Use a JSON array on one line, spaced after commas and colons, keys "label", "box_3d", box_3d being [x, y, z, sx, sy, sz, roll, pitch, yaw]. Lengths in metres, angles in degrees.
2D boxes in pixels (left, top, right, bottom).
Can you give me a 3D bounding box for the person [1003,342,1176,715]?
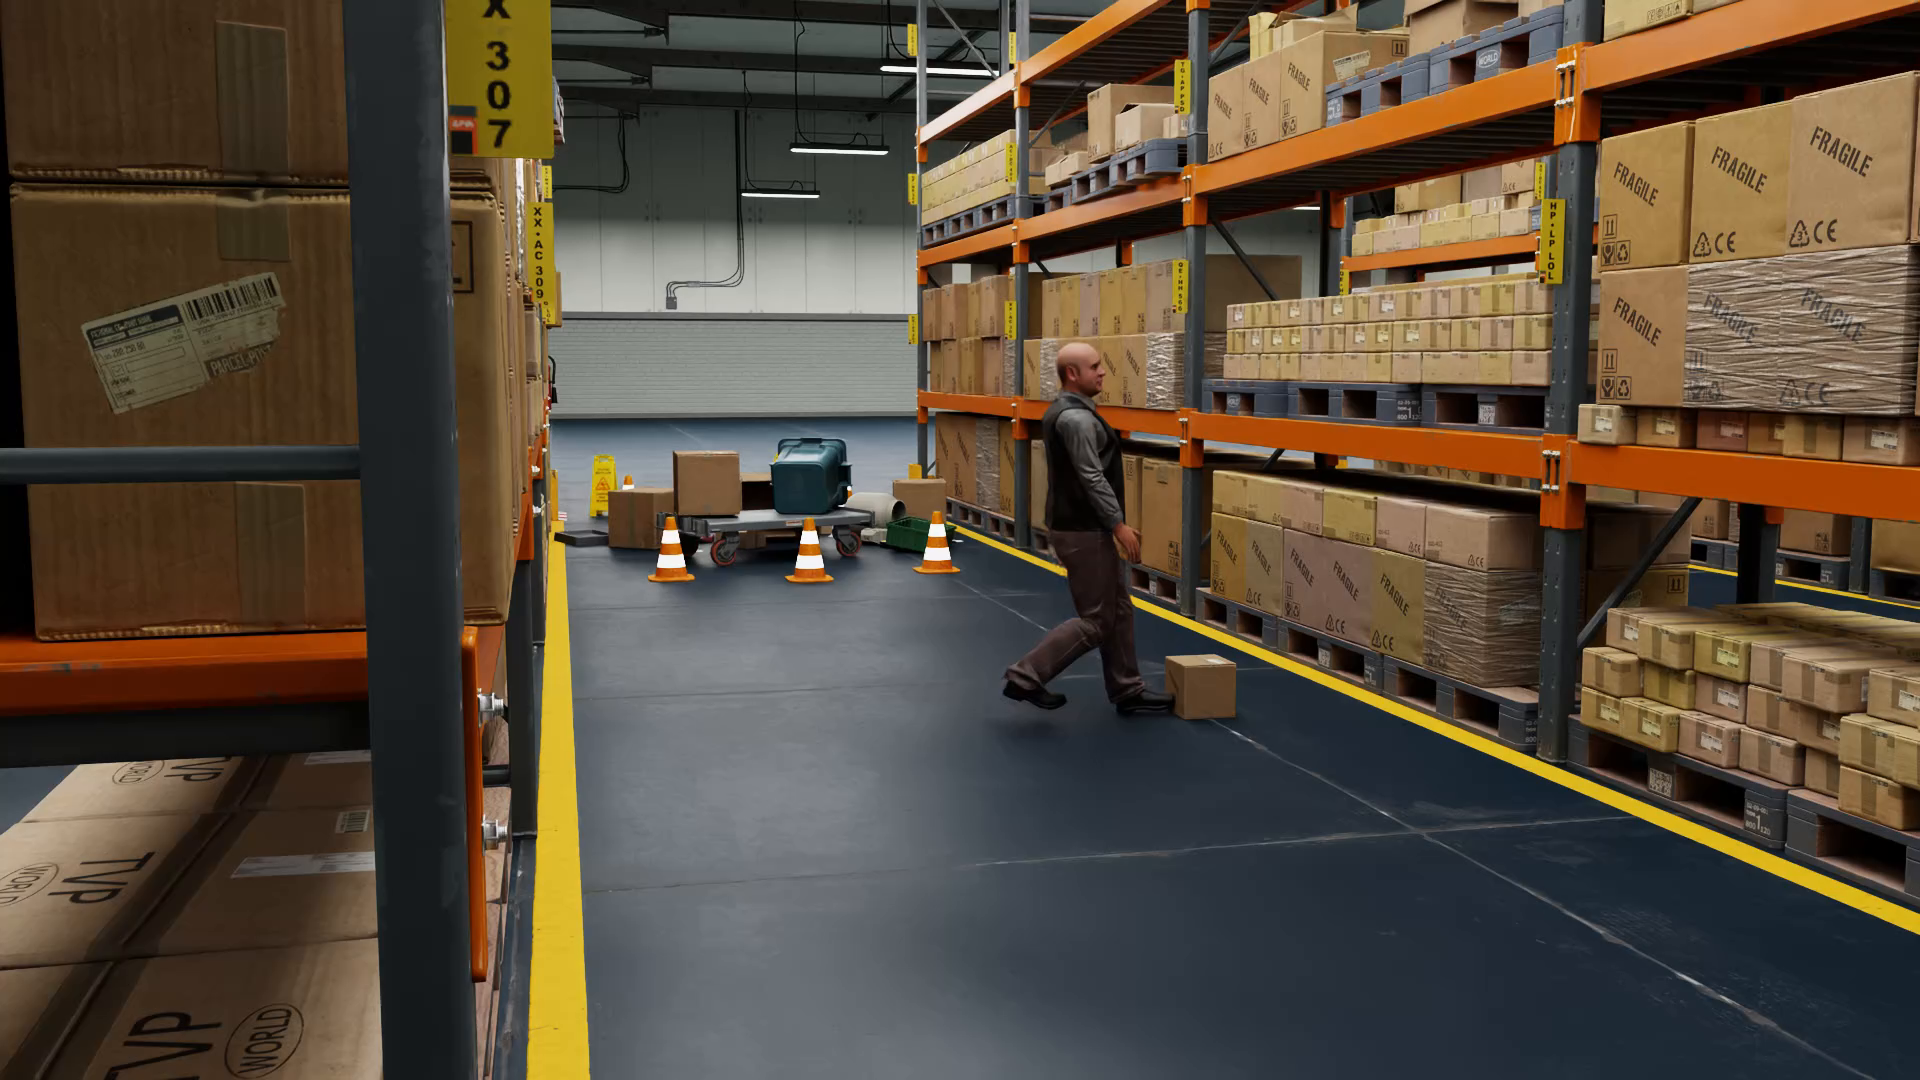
[{"label": "person", "box_3d": [0.603, -0.029, 7.425, 0.844, 1.694, 0.549, 0, 6, -4]}]
